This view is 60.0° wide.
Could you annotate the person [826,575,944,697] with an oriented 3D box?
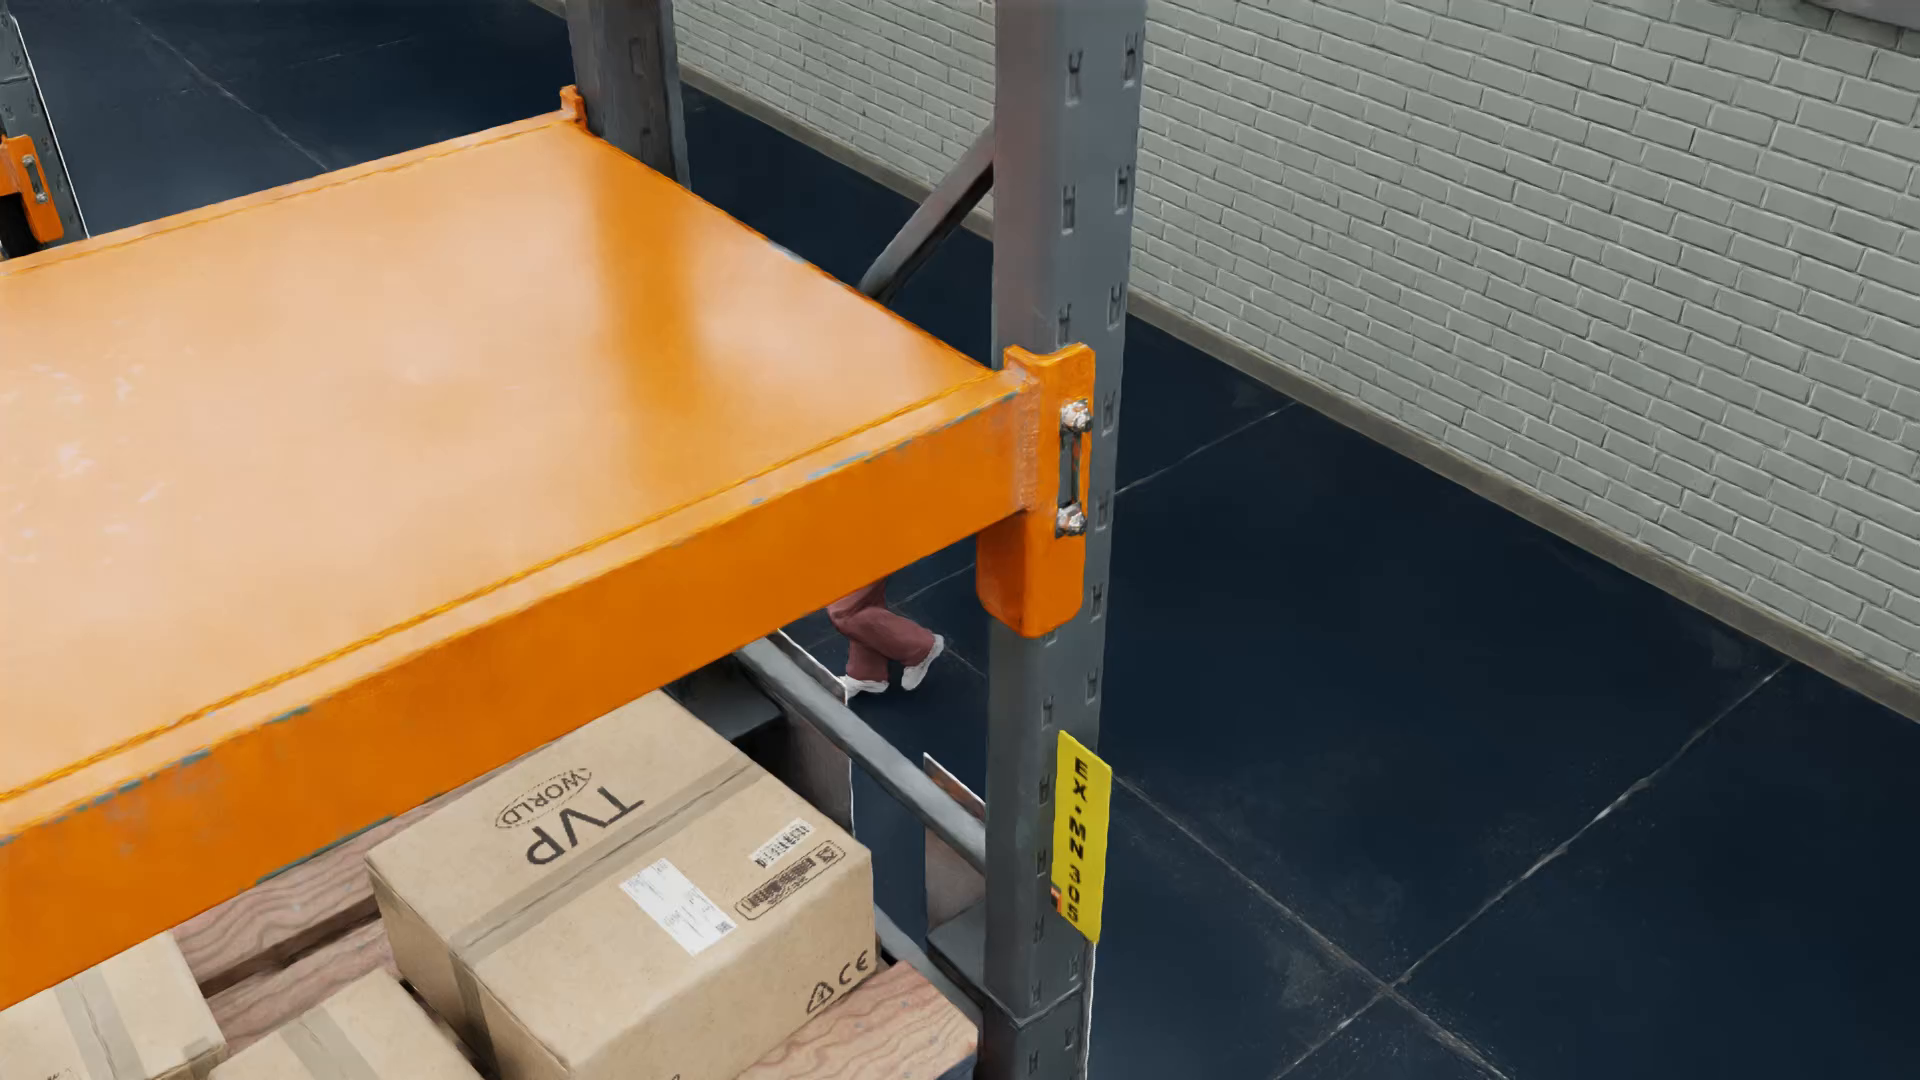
[{"bbox_3d":[-0.361,-0.040,7.147,0.555,1.651,0.497,-3,36,-5],"label":"person"}]
